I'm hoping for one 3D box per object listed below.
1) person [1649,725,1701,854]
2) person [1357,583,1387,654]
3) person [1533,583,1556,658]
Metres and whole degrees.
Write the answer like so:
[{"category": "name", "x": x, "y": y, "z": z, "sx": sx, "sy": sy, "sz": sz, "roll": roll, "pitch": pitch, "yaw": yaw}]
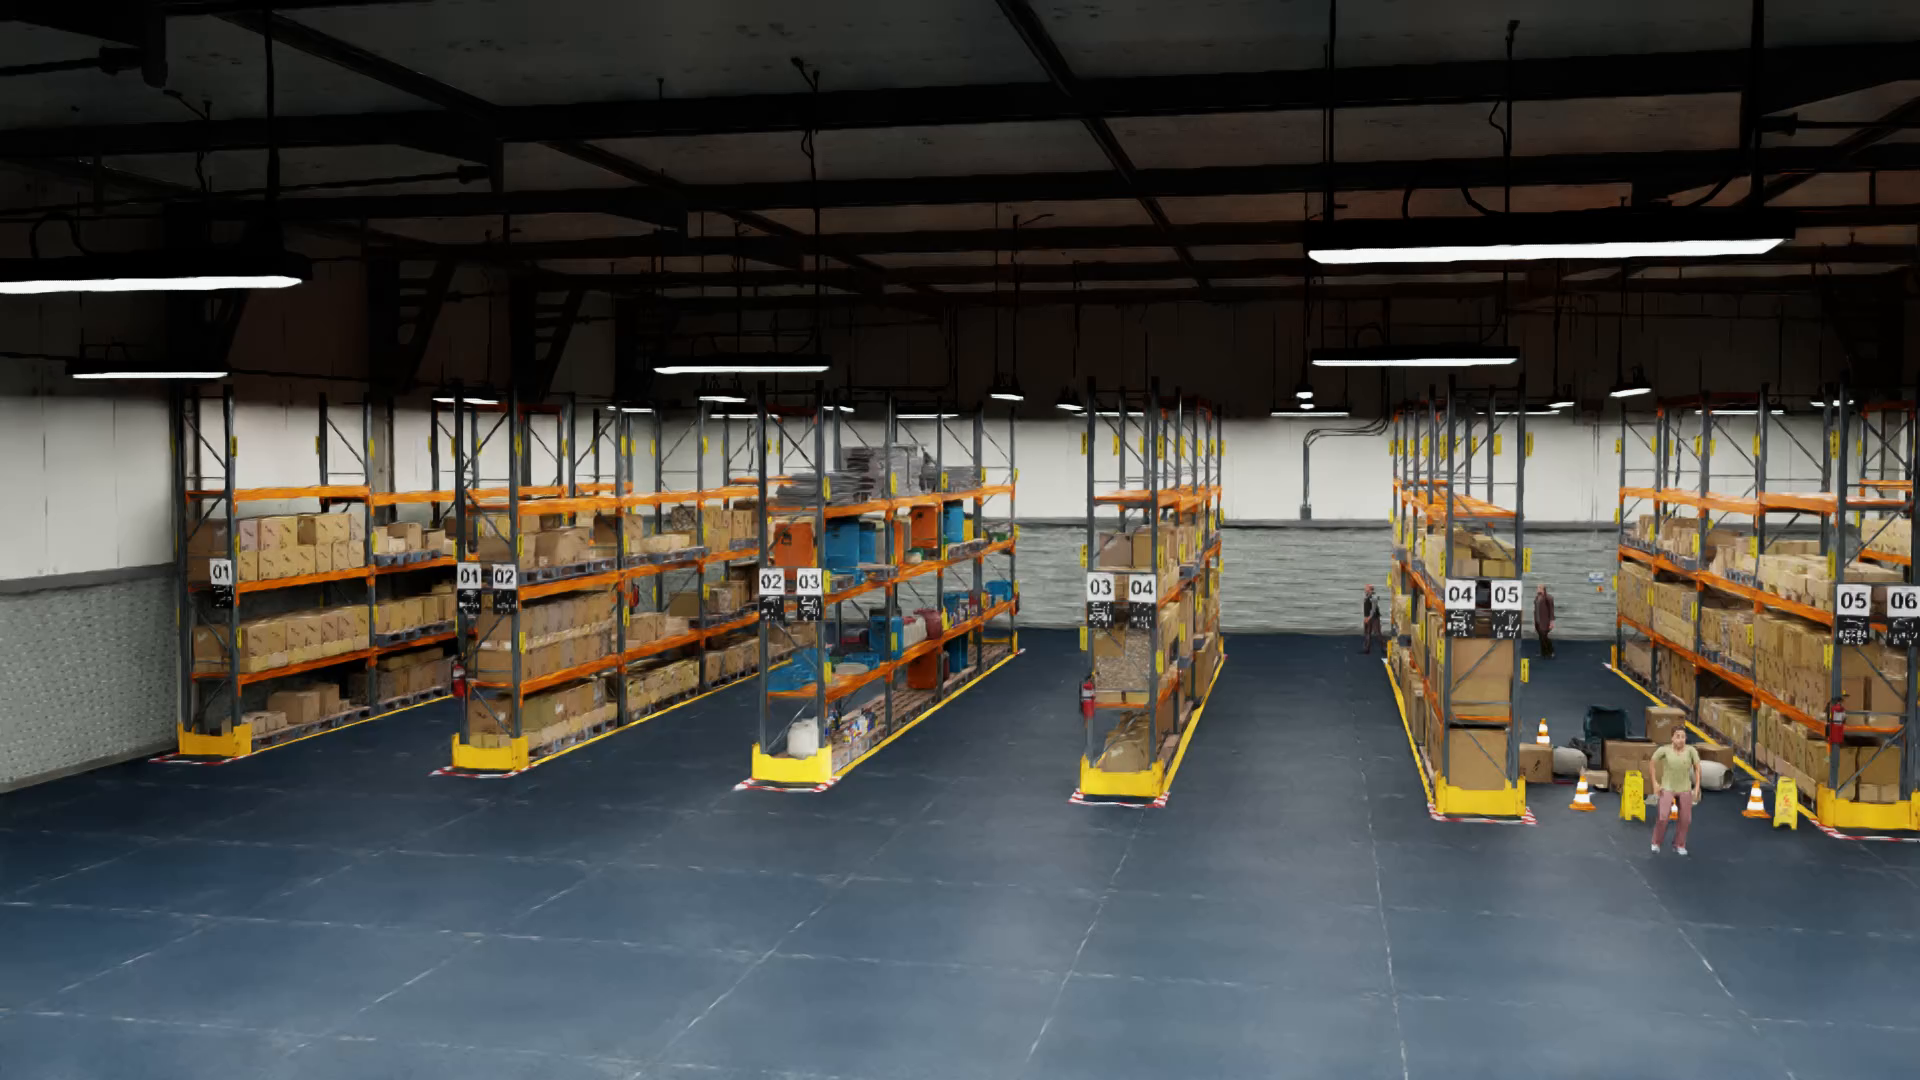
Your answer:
[{"category": "person", "x": 8.767, "y": 3.057, "z": 20.401, "sx": 0.598, "sy": 1.619, "sz": 0.507, "roll": 1, "pitch": 3, "yaw": 11}, {"category": "person", "x": 10.001, "y": 1.899, "z": 40.273, "sx": 0.700, "sy": 1.718, "sz": 0.555, "roll": -1, "pitch": 3, "yaw": -15}, {"category": "person", "x": 13.786, "y": 1.909, "z": 39.244, "sx": 0.459, "sy": 1.773, "sz": 0.667, "roll": -1, "pitch": 3, "yaw": -21}]
